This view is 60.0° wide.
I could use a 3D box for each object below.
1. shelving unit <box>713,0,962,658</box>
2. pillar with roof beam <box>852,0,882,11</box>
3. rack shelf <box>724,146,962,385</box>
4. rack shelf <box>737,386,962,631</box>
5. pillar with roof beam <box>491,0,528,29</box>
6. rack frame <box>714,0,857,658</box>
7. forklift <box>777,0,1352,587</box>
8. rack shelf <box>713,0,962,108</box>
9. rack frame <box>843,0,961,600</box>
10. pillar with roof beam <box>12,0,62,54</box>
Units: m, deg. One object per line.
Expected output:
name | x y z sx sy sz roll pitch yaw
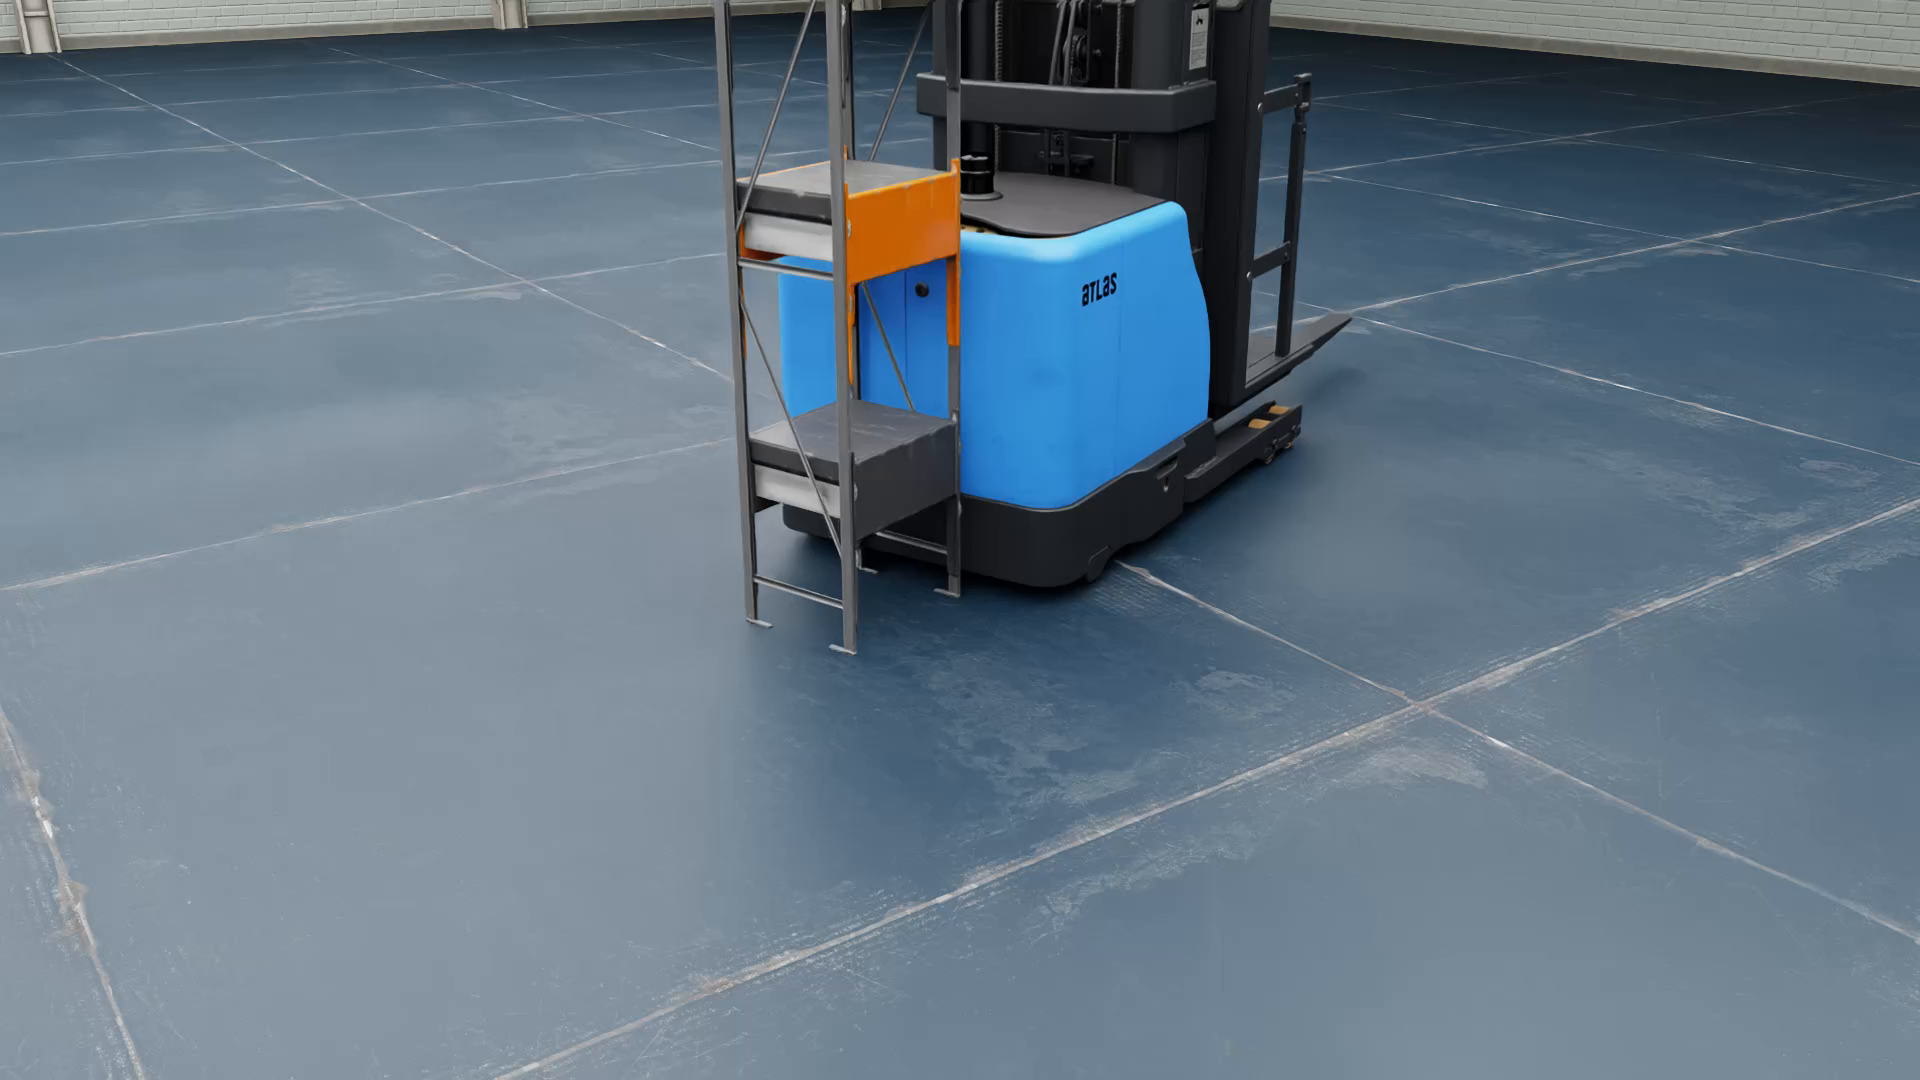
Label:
shelving unit | -0.308 -0.769 4.491 0.431 2.100 0.503 15 26 33
pillar with roof beam | 0.998 -11.466 21.990 0.400 9.000 9.100 -15 26 -33
rack shelf | -0.308 -0.757 4.496 0.431 0.518 0.480 15 26 33
rack shelf | -0.308 -0.106 4.756 0.431 0.518 0.480 15 26 33
pillar with roof beam | -3.872 -10.168 18.735 0.400 9.000 9.100 -15 26 -33
rack frame | -0.451 -0.696 4.308 0.400 2.100 0.015 15 26 33
forklift | 0.630 -1.720 5.753 1.130 2.935 3.031 13 25 29
rack shelf | -0.308 -1.407 4.237 0.431 0.518 0.480 15 26 33
rack frame | -0.165 -0.843 4.675 0.400 2.100 0.015 15 26 33
pillar with roof beam | -8.743 -8.869 15.481 0.400 9.000 9.100 -15 26 -33
